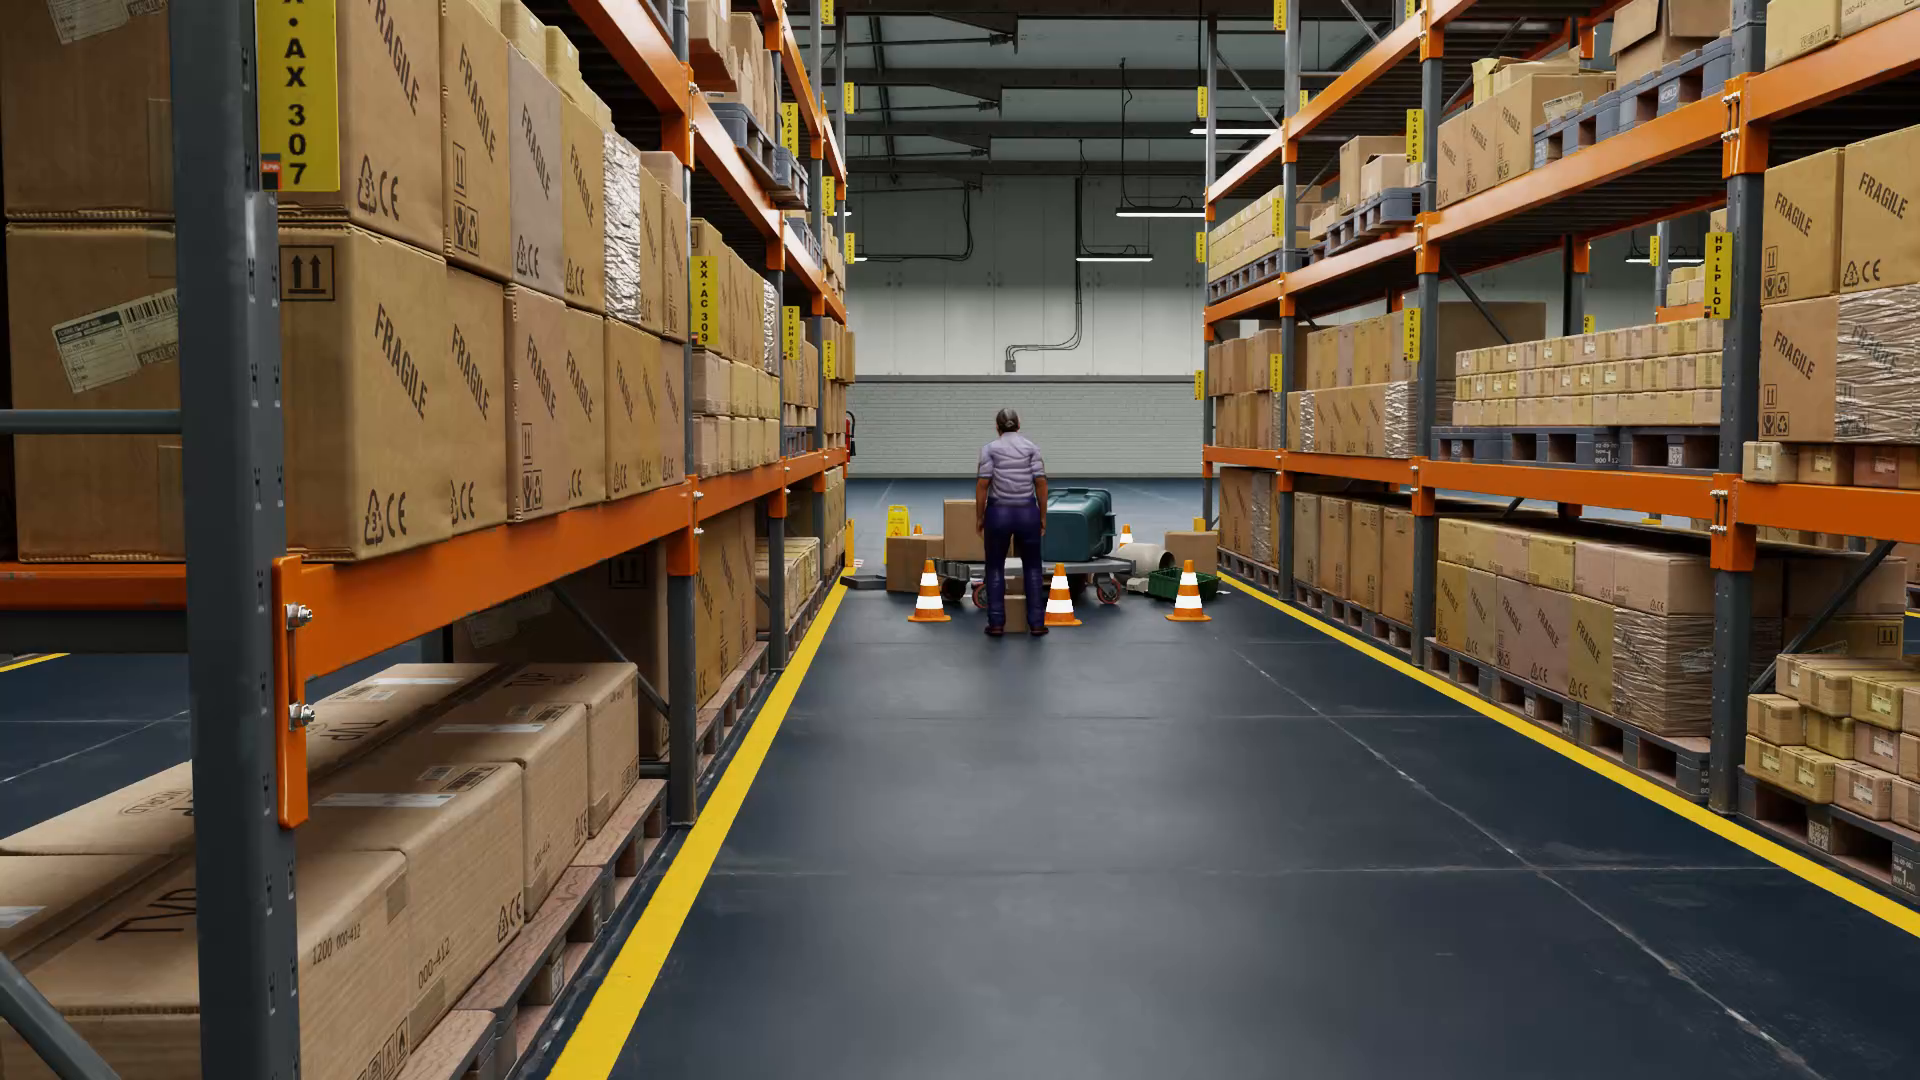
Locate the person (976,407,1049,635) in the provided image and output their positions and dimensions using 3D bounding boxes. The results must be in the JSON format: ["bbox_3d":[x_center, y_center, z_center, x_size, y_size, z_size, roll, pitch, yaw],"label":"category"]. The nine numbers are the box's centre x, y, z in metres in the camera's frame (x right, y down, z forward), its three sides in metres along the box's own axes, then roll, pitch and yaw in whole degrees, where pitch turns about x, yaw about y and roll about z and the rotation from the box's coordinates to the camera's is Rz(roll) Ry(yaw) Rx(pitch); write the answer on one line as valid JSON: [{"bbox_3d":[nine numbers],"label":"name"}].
[{"bbox_3d":[0.386,-0.135,12.059,0.555,1.650,0.368,0,4,-5],"label":"person"}]
